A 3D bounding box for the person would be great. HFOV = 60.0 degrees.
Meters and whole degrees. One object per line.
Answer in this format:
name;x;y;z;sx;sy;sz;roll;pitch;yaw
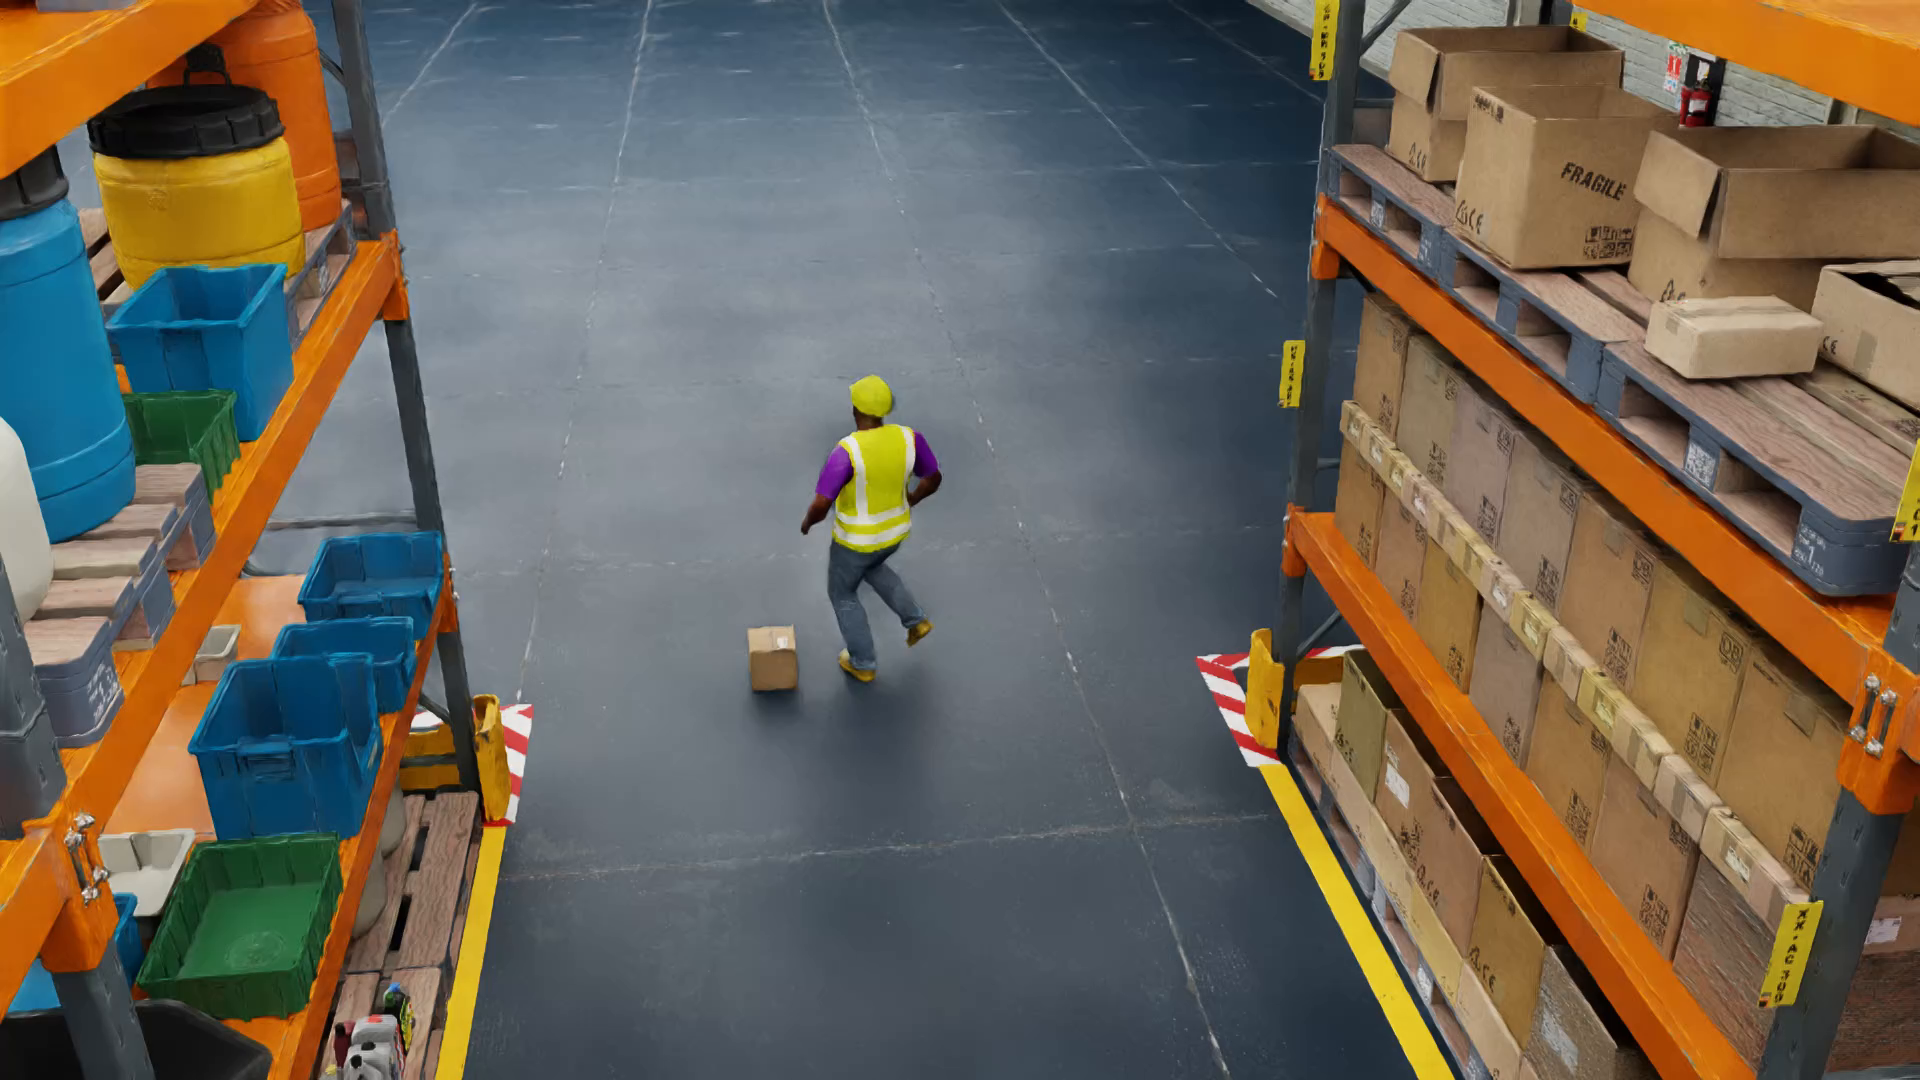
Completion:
person;-0.509;-0.057;8.745;0.756;1.731;0.503;-23;35;-38
